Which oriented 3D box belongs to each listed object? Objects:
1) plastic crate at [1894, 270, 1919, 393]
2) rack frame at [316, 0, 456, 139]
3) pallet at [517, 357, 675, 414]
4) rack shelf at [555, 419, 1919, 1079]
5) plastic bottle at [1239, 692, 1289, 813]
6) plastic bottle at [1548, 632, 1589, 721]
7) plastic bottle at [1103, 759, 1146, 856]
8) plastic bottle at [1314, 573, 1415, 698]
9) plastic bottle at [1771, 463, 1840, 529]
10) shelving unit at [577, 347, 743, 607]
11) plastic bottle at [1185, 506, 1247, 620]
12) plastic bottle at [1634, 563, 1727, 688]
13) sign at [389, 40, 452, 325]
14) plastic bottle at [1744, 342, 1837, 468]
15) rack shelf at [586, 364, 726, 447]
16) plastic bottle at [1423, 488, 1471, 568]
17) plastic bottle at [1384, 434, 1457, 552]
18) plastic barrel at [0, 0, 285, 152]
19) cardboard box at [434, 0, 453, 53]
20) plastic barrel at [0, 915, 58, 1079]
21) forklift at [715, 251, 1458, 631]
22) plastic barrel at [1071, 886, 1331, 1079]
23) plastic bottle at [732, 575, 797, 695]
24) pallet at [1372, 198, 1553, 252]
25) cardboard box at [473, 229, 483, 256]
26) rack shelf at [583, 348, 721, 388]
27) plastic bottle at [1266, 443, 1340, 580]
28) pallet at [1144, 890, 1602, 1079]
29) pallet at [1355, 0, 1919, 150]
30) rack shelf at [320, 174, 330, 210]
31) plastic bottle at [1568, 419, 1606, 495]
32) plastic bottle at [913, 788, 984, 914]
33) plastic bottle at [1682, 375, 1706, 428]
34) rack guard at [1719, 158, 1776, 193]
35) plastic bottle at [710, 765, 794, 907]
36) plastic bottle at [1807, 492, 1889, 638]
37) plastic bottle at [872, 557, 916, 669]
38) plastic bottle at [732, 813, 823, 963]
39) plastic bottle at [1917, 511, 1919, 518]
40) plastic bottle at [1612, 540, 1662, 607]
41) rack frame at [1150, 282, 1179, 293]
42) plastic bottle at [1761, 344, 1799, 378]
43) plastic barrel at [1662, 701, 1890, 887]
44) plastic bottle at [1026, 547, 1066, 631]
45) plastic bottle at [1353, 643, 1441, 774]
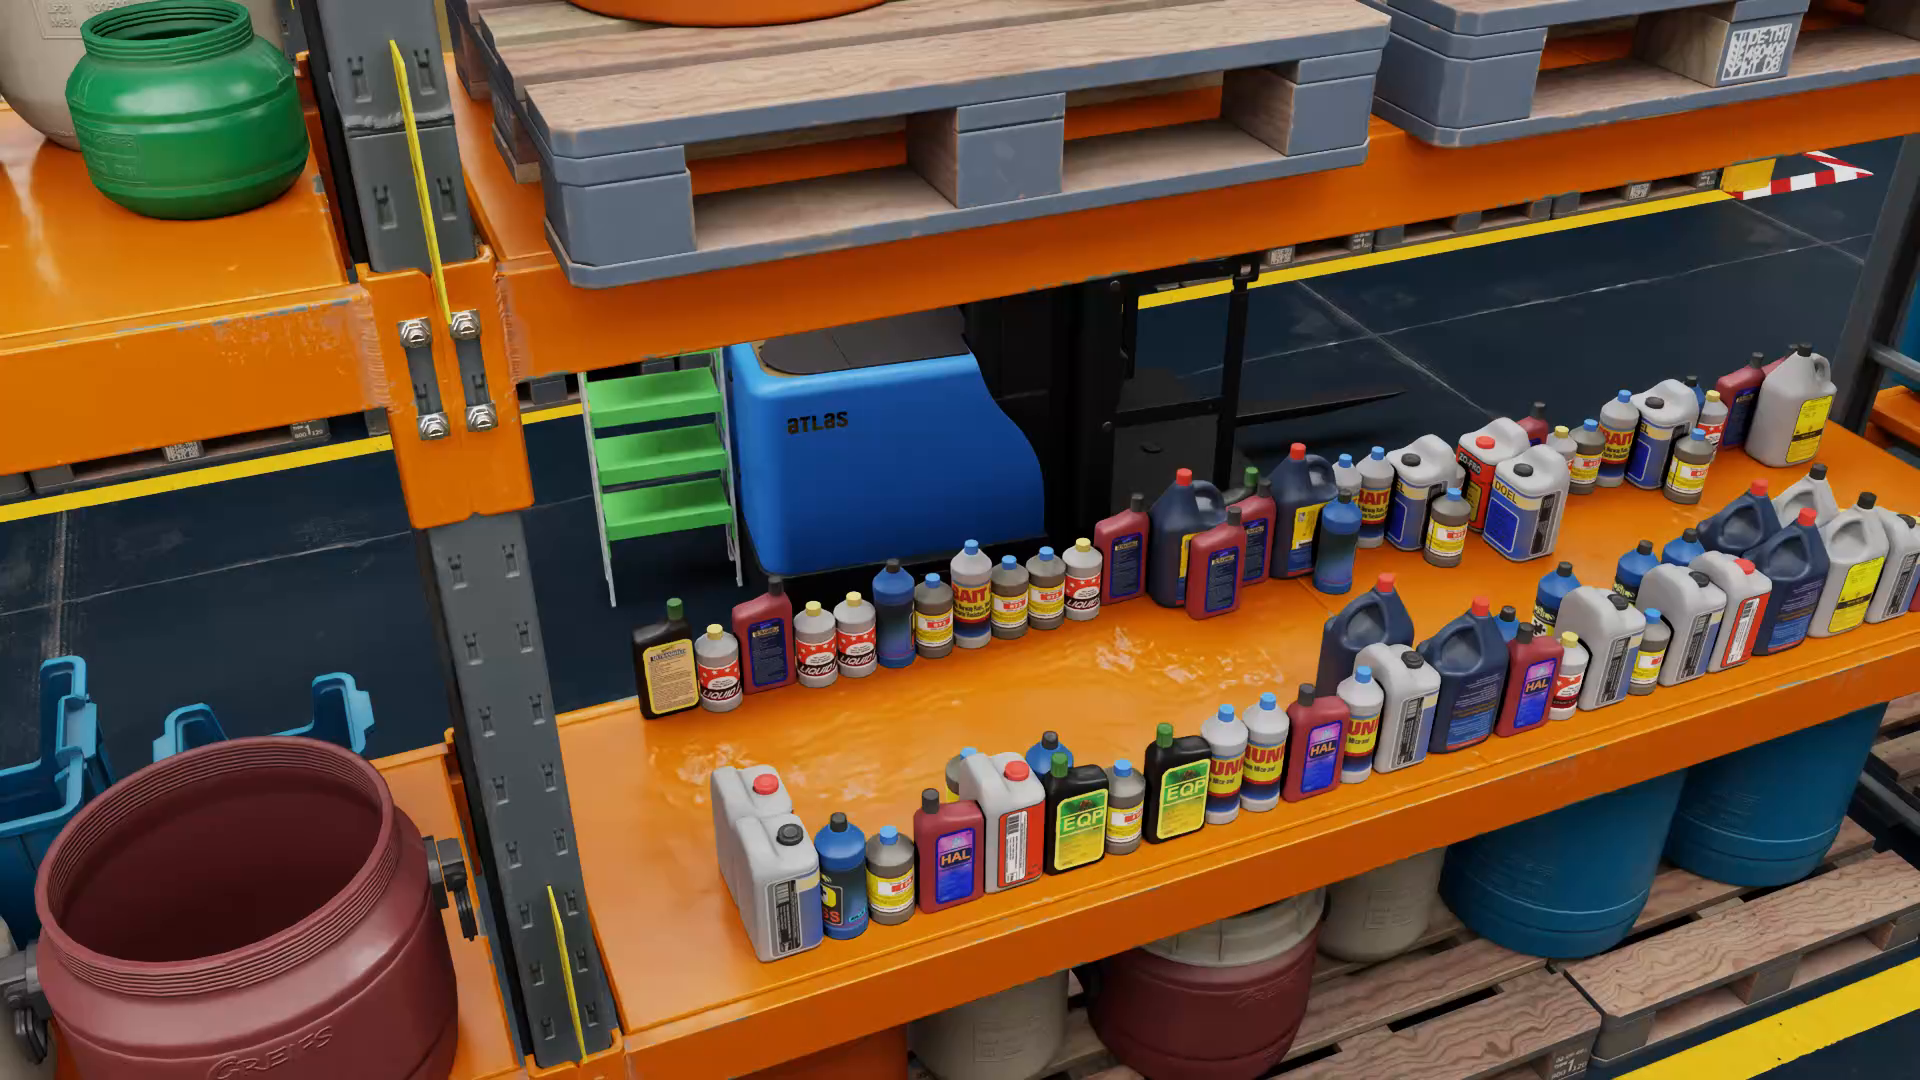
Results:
[{"bbox_3d":[3.120,-0.620,4.912,0.575,0.384,0.392,-13,35,-19],"label":"plastic crate"},{"bbox_3d":[-0.867,-2.002,1.575,0.127,3.000,1.000,-13,35,-19],"label":"rack frame"},{"bbox_3d":[-2.078,-0.948,8.014,1.213,0.211,1.003,-13,35,-19],"label":"pallet"},{"bbox_3d":[0.977,0.392,4.056,4.000,0.370,1.077,-13,35,-19],"label":"rack shelf"},{"bbox_3d":[0.627,0.432,3.453,0.097,0.271,0.097,0,33,0],"label":"plastic bottle"},{"bbox_3d":[1.347,0.297,3.726,0.097,0.201,0.097,0,33,0],"label":"plastic bottle"},{"bbox_3d":[0.325,0.531,3.366,0.097,0.201,0.097,0,33,0],"label":"plastic bottle"},{"bbox_3d":[0.902,0.232,3.688,0.185,0.351,0.144,-13,35,-19],"label":"plastic bottle"},{"bbox_3d":[2.045,-0.025,4.083,0.185,0.351,0.144,-13,35,-19],"label":"plastic bottle"},{"bbox_3d":[-1.121,-0.348,6.184,0.503,1.200,0.258,-9,34,-14],"label":"shelving unit"},{"bbox_3d":[0.621,0.054,4.023,0.133,0.283,0.061,-13,35,-19],"label":"plastic bottle"},{"bbox_3d":[1.657,0.178,3.839,0.135,0.276,0.152,-13,35,-19],"label":"plastic bottle"},{"bbox_3d":[-0.647,-0.425,1.999,0.005,0.325,0.100,-13,35,-19],"label":"sign"},{"bbox_3d":[2.334,-0.391,4.646,0.185,0.351,0.144,-13,35,-19],"label":"plastic bottle"},{"bbox_3d":[-1.121,-0.495,6.088,0.480,0.148,0.258,-9,34,-14],"label":"rack shelf"},{"bbox_3d":[1.245,-0.039,4.241,0.097,0.201,0.097,0,33,0],"label":"plastic bottle"},{"bbox_3d":[1.180,-0.129,4.311,0.135,0.276,0.152,-13,35,-19],"label":"plastic bottle"},{"bbox_3d":[-1.272,-0.880,2.499,0.421,0.512,0.421,0,33,0],"label":"plastic barrel"},{"bbox_3d":[-2.244,-2.386,7.190,0.500,0.500,0.700,-26,41,-34],"label":"cardboard box"},{"bbox_3d":[-1.733,0.791,2.682,0.421,0.512,0.421,0,33,0],"label":"plastic barrel"},{"bbox_3d":[0.602,-1.325,6.099,3.031,2.935,1.130,-9,34,-14],"label":"forklift"},{"bbox_3d":[0.619,0.997,4.293,0.708,0.588,0.600,-13,35,-19],"label":"plastic barrel"},{"bbox_3d":[-0.446,0.213,3.779,0.133,0.283,0.061,-13,35,-19],"label":"plastic bottle"},{"bbox_3d":[2.667,-2.058,9.720,1.213,0.211,1.003,-13,35,-19],"label":"pallet"},{"bbox_3d":[-2.250,-1.068,7.529,0.500,0.500,0.500,-11,35,-17],"label":"cardboard box"},{"bbox_3d":[-1.121,-0.697,5.957,0.480,0.148,0.258,-9,34,-14],"label":"rack shelf"},{"bbox_3d":[0.851,-0.087,4.179,0.185,0.351,0.144,-13,35,-19],"label":"plastic bottle"},{"bbox_3d":[0.967,1.239,4.652,1.213,0.211,1.003,-13,35,-19],"label":"pallet"},{"bbox_3d":[1.092,-1.054,3.042,1.213,0.211,1.003,-13,35,-19],"label":"pallet"},{"bbox_3d":[-4.625,-1.255,6.588,4.000,0.370,1.077,-13,35,-19],"label":"rack shelf"},{"bbox_3d":[1.702,-0.234,4.541,0.097,0.201,0.097,0,33,0],"label":"plastic bottle"},{"bbox_3d":[-0.022,0.587,3.205,0.133,0.283,0.061,-13,35,-19],"label":"plastic bottle"},{"bbox_3d":[2.006,-0.332,4.628,0.097,0.271,0.097,0,33,0],"label":"plastic bottle"},{"bbox_3d":[4.525,-2.604,10.293,0.348,0.500,1.175,-13,35,-19],"label":"rack guard"},{"bbox_3d":[-0.401,0.560,3.253,0.135,0.276,0.152,-13,35,-19],"label":"plastic bottle"},{"bbox_3d":[2.101,0.048,3.971,0.185,0.351,0.144,-13,35,-19],"label":"plastic bottle"},{"bbox_3d":[-0.153,0.162,3.869,0.097,0.271,0.097,0,33,0],"label":"plastic bottle"},{"bbox_3d":[-0.343,0.636,3.136,0.135,0.276,0.152,-13,35,-19],"label":"plastic bottle"},{"bbox_3d":[2.518,-0.061,4.276,0.097,0.201,0.097,0,33,0],"label":"plastic bottle"},{"bbox_3d":[1.592,0.121,3.931,0.097,0.271,0.097,0,33,0],"label":"plastic bottle"},{"bbox_3d":[0.907,-2.823,8.338,0.127,3.000,1.000,-13,35,-19],"label":"rack frame"},{"bbox_3d":[2.318,-0.420,4.752,0.133,0.283,0.061,-13,35,-19],"label":"plastic bottle"},{"bbox_3d":[2.313,0.478,4.803,0.708,0.901,0.600,-13,35,-19],"label":"plastic barrel"},{"bbox_3d":[0.206,0.109,4.014,0.097,0.201,0.097,0,33,0],"label":"plastic bottle"},{"bbox_3d":[0.936,0.343,3.586,0.135,0.276,0.152,-13,35,-19],"label":"plastic bottle"}]
